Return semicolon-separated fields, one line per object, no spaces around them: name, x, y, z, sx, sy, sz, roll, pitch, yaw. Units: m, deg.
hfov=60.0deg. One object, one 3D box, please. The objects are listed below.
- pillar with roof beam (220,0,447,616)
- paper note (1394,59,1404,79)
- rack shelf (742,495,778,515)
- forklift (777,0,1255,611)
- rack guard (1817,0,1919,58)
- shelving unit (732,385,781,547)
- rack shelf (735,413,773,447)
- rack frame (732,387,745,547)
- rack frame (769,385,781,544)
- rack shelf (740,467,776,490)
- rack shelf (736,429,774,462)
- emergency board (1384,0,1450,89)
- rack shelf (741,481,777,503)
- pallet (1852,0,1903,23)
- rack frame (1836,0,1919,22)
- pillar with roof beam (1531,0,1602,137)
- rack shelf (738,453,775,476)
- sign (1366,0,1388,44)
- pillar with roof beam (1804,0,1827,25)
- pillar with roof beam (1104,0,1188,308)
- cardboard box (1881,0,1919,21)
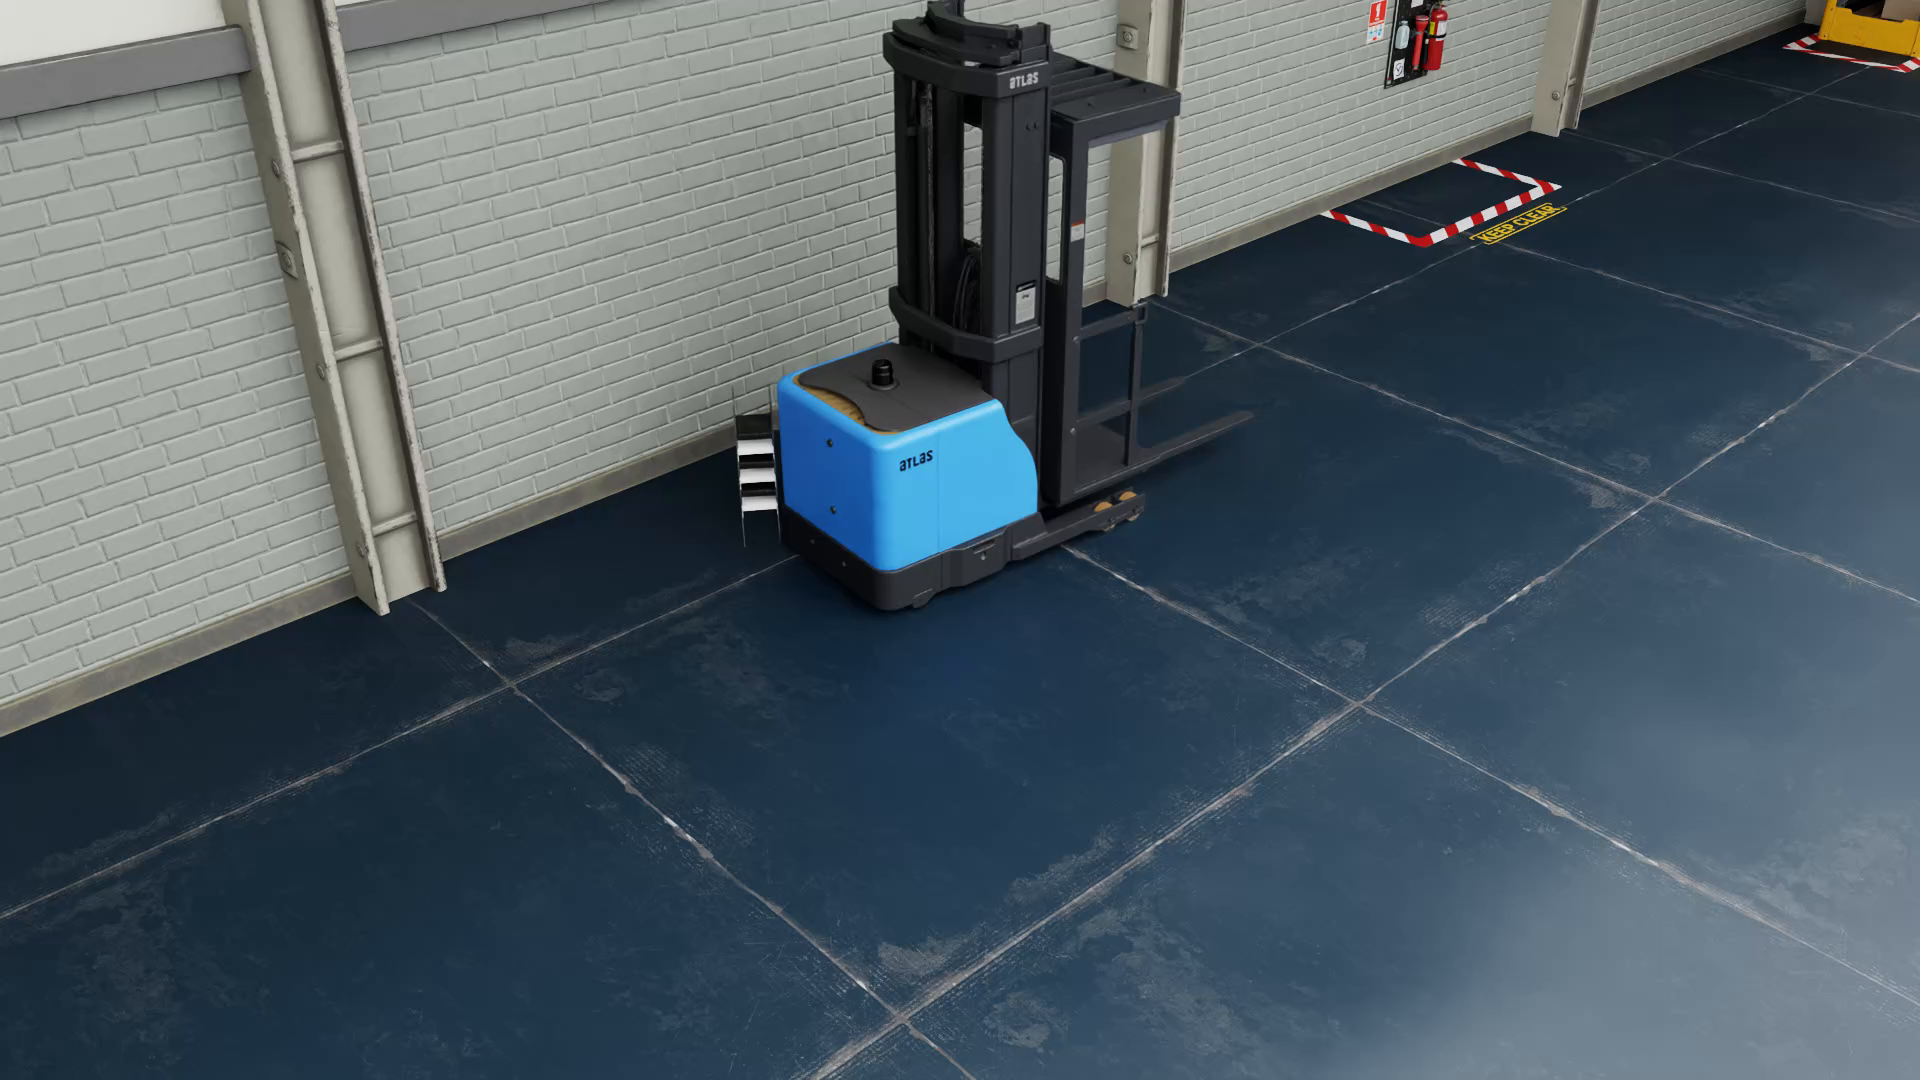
pillar with roof beam;-0.141;-1.914;4.088;0.400;9.000;9.100;-26;40;-35
paper note;3.717;-3.983;14.068;0.142;0.148;0.016;-26;40;-35
rack shelf;-1.149;-0.232;9.510;0.200;0.077;0.258;-4;32;-7
forklift;0.463;-1.497;9.223;3.031;2.935;1.130;-23;38;-32
rack guard;10.262;-5.767;18.536;0.348;0.500;1.175;-26;40;-35
shelving unit;-1.149;-0.414;9.399;0.210;0.900;0.258;-4;32;-7
rack shelf;-1.149;-0.616;9.275;0.200;0.077;0.258;-4;32;-7
rack frame;-1.250;-0.407;9.387;0.006;0.900;0.240;-4;32;-7
rack frame;-1.048;-0.422;9.411;0.006;0.900;0.240;-4;32;-7
rack shelf;-1.149;-0.386;9.416;0.200;0.077;0.258;-4;32;-7
rack shelf;-1.149;-0.539;9.322;0.200;0.077;0.258;-4;32;-7
emergency board;3.893;-4.395;13.897;0.643;1.169;0.194;-26;40;-35
rack shelf;-1.149;-0.309;9.463;0.200;0.077;0.258;-4;32;-7
pallet;10.881;-5.918;19.061;1.213;0.211;1.003;-26;40;-35
rack frame;10.206;-6.806;17.840;0.127;3.000;1.000;-26;40;-35
pillar with roof beam;8.658;-6.170;11.049;0.400;9.000;9.100;-26;40;-35
rack shelf;-1.149;-0.462;9.369;0.200;0.077;0.258;-4;32;-7
sign;3.418;-4.254;13.632;0.234;0.329;0.001;-26;40;-35
pillar with roof beam;13.058;-8.298;14.529;0.400;9.000;9.100;-26;40;-35
pillar with roof beam;4.259;-4.042;7.568;0.400;9.000;9.100;-26;40;-35
cardboard box;10.774;-6.058;18.772;0.500;0.311;0.500;24;39;34
